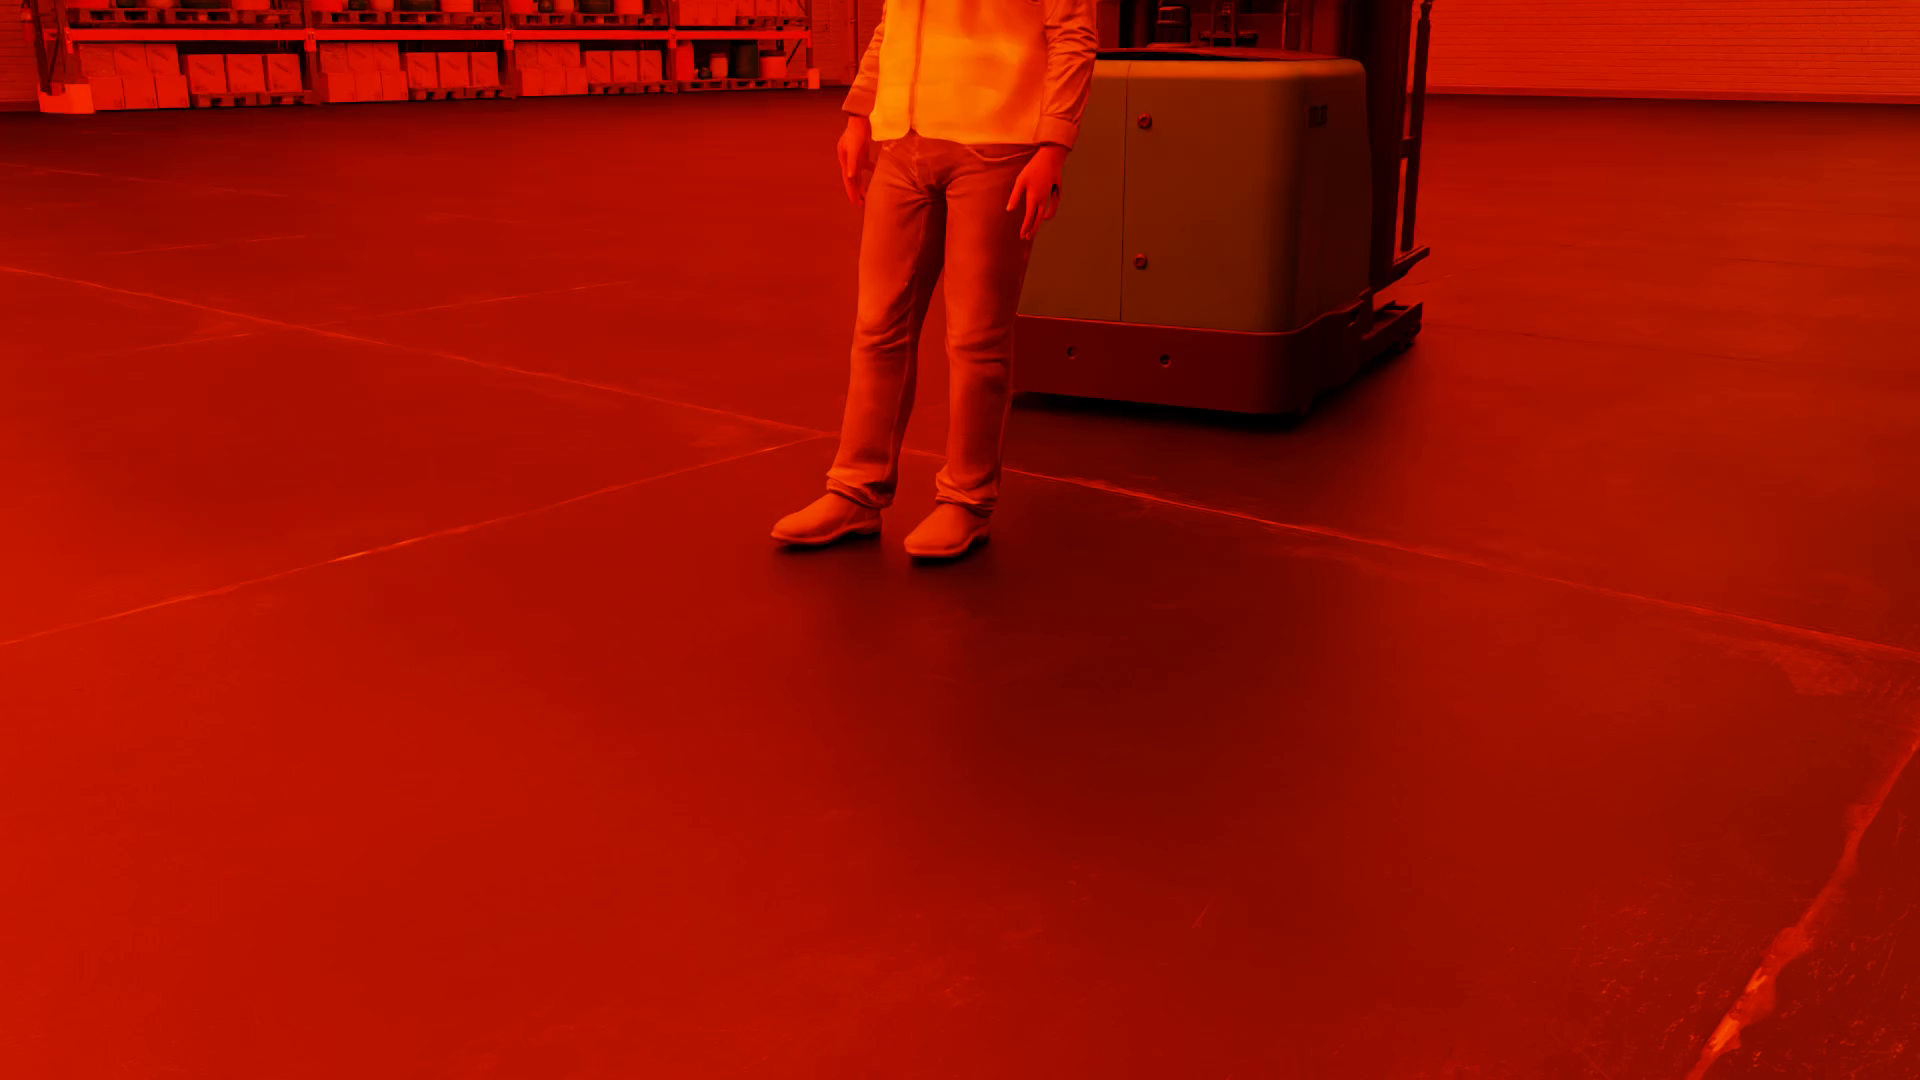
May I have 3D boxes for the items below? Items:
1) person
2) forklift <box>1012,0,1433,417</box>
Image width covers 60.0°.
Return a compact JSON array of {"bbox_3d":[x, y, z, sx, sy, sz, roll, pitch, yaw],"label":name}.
[{"bbox_3d":[-0.046,-0.843,3.640,0.634,1.775,0.566,13,21,37],"label":"person"},{"bbox_3d":[1.144,-2.157,5.999,1.130,2.935,3.031,8,19,25],"label":"forklift"}]
